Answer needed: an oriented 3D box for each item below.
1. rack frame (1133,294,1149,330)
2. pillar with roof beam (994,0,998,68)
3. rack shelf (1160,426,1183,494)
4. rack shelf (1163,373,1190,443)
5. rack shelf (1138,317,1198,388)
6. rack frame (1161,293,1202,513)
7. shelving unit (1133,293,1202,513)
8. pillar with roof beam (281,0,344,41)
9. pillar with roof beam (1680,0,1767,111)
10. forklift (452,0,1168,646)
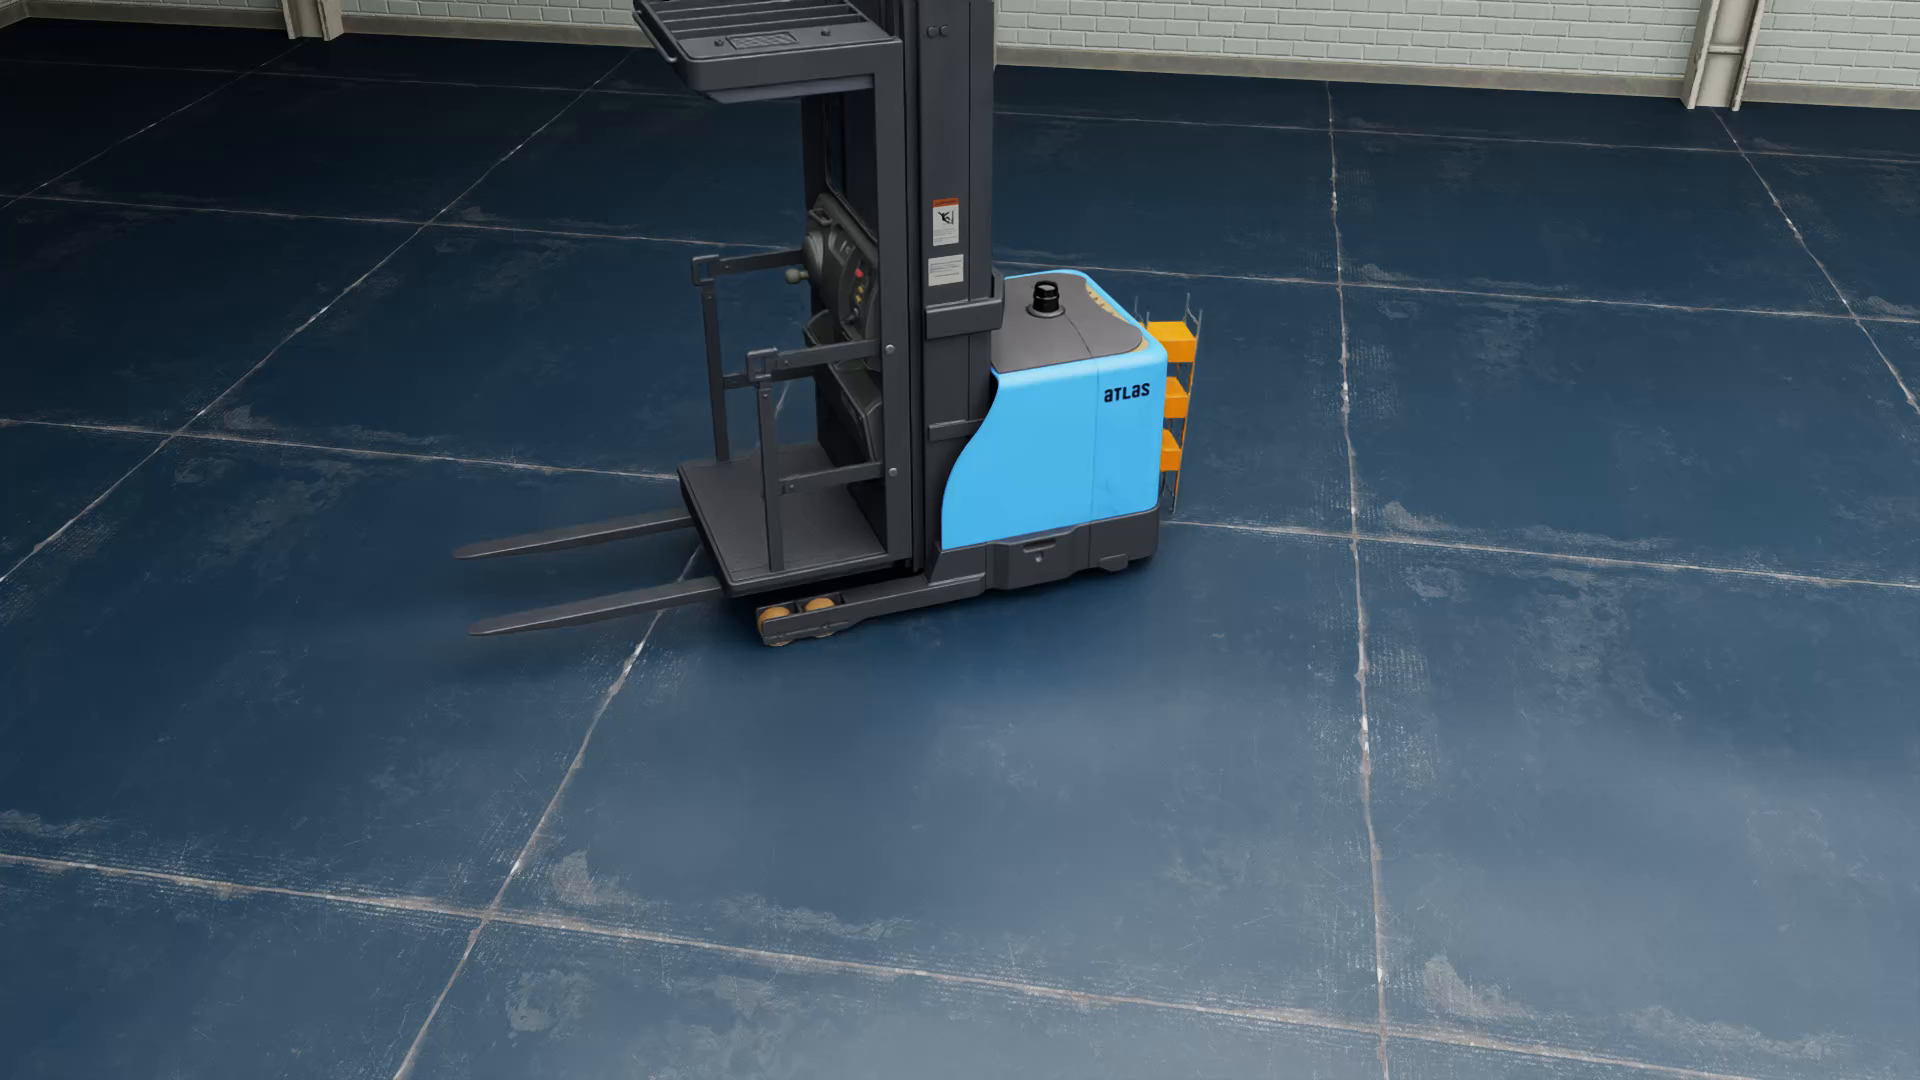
[{"bbox_3d":[0.791,-0.613,7.717,0.008,1.050,0.200,-3,32,-10],"label":"rack frame"},{"bbox_3d":[-0.629,-5.599,8.213,0.400,9.000,9.100,5,32,8],"label":"pillar with roof beam"},{"bbox_3d":[0.896,-0.374,7.889,0.240,0.259,0.215,-3,32,-10],"label":"rack shelf"},{"bbox_3d":[0.910,-0.611,7.745,0.240,0.259,0.215,-3,32,-10],"label":"rack shelf"},{"bbox_3d":[0.924,-0.852,7.597,0.240,0.259,0.215,-3,32,-10],"label":"rack shelf"},{"bbox_3d":[1.030,-0.626,7.761,0.008,1.050,0.200,-3,32,-10],"label":"rack frame"},{"bbox_3d":[0.911,-0.620,7.739,0.252,1.050,0.215,-3,32,-10],"label":"shelving unit"},{"bbox_3d":[-6.544,-6.134,9.069,0.400,9.000,9.100,5,32,8],"label":"pillar with roof beam"},{"bbox_3d":[5.285,-5.063,7.357,0.400,9.000,9.100,5,32,8],"label":"pillar with roof beam"},{"bbox_3d":[-0.676,-1.109,6.759,3.031,2.935,1.130,-11,34,-17],"label":"forklift"}]
